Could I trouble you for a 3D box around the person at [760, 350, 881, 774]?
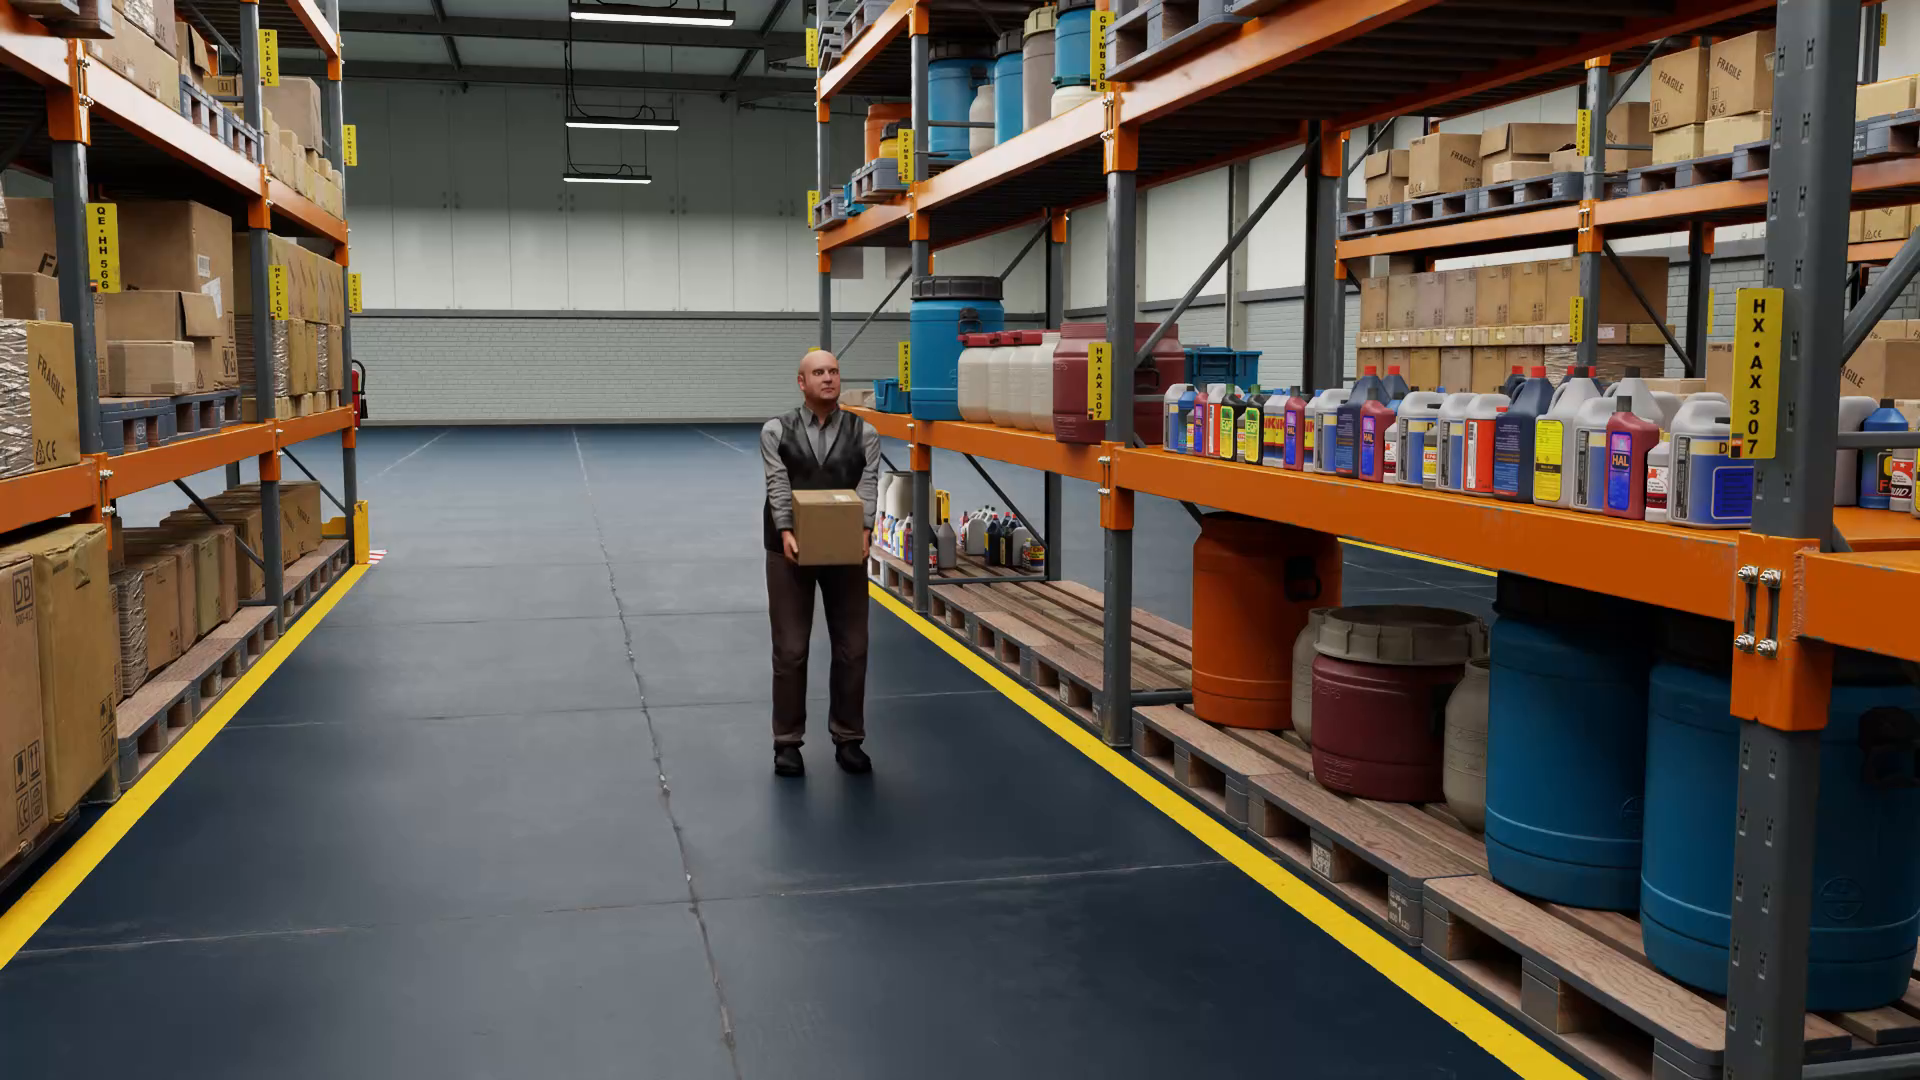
[{"bbox_3d":[-0.545,0.092,6.736,0.494,1.711,0.558,-1,6,-13],"label":"person"}]
